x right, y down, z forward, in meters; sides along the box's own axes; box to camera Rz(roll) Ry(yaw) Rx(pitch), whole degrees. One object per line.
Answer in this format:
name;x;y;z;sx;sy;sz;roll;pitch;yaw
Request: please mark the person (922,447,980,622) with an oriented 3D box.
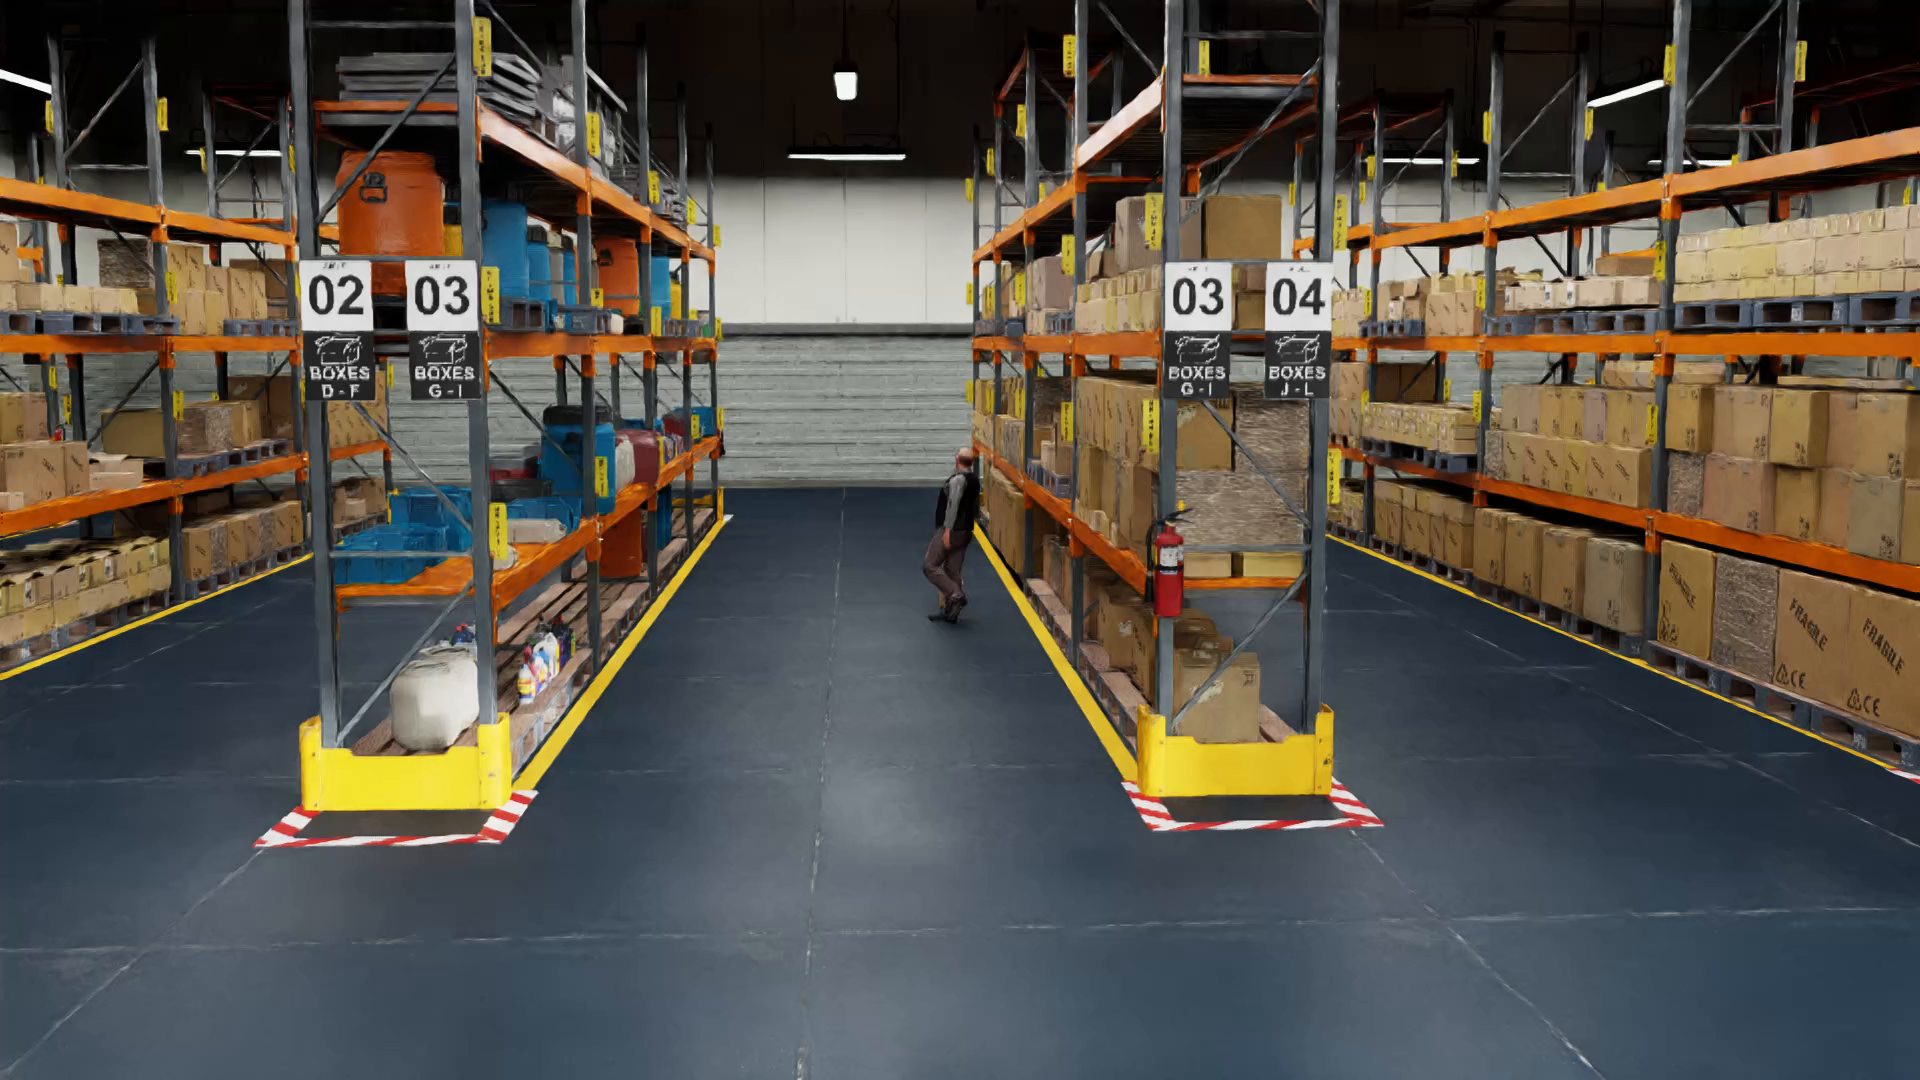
person;-0.079;-0.055;16.285;0.446;1.705;0.638;3;7;20
